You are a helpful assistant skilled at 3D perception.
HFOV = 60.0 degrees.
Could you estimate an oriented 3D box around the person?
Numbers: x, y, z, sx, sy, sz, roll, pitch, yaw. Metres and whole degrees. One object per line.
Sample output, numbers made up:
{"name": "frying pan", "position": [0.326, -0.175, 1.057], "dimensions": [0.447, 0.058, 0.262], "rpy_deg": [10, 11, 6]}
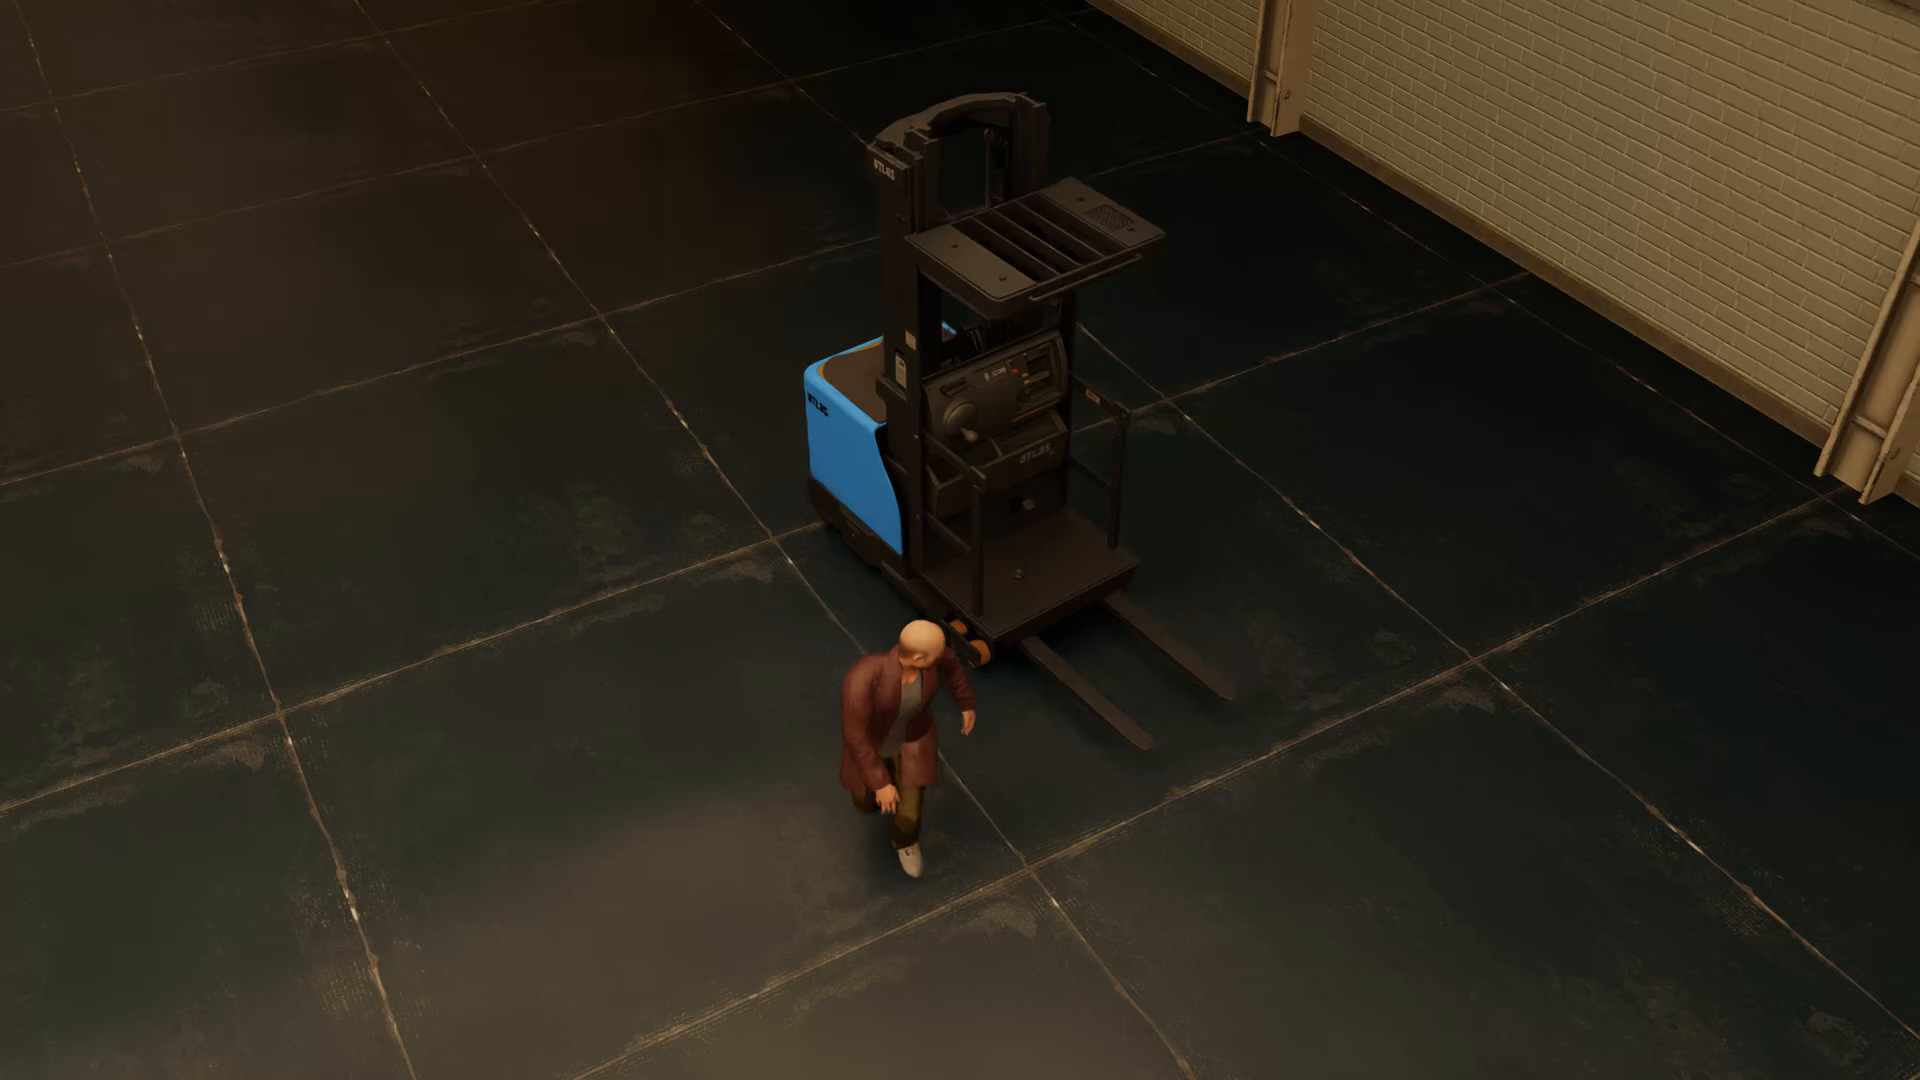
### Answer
{"name": "person", "position": [-0.248, 0.907, 8.064], "dimensions": [0.712, 1.552, 0.864], "rpy_deg": [-4, 40, -5]}

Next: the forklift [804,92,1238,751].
{"name": "forklift", "position": [0.334, -0.762, 8.955], "dimensions": [1.130, 2.935, 3.031], "rpy_deg": [-25, 46, -27]}
